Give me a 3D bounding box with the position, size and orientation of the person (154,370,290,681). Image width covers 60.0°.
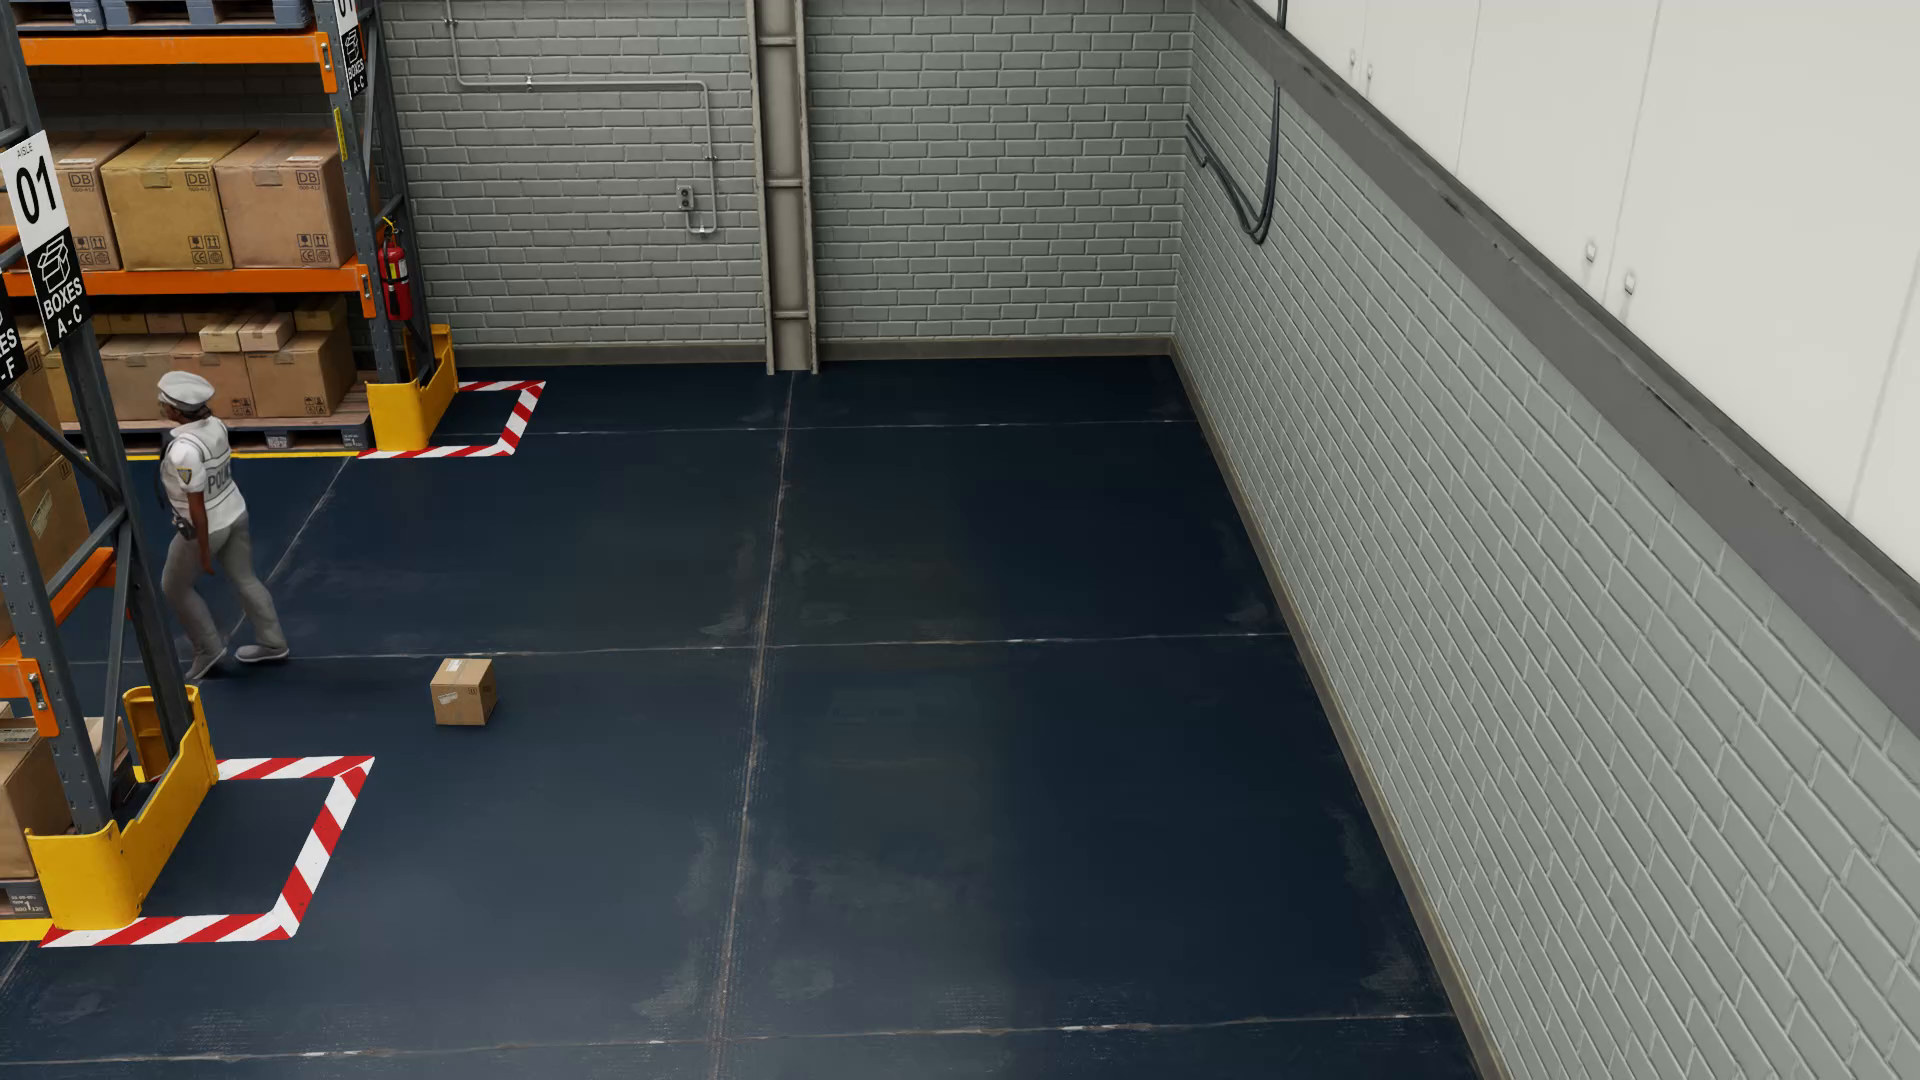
[{"bbox_3d":[-3.933,-0.053,8.719,0.524,1.753,0.491,3,28,6],"label":"person"}]
